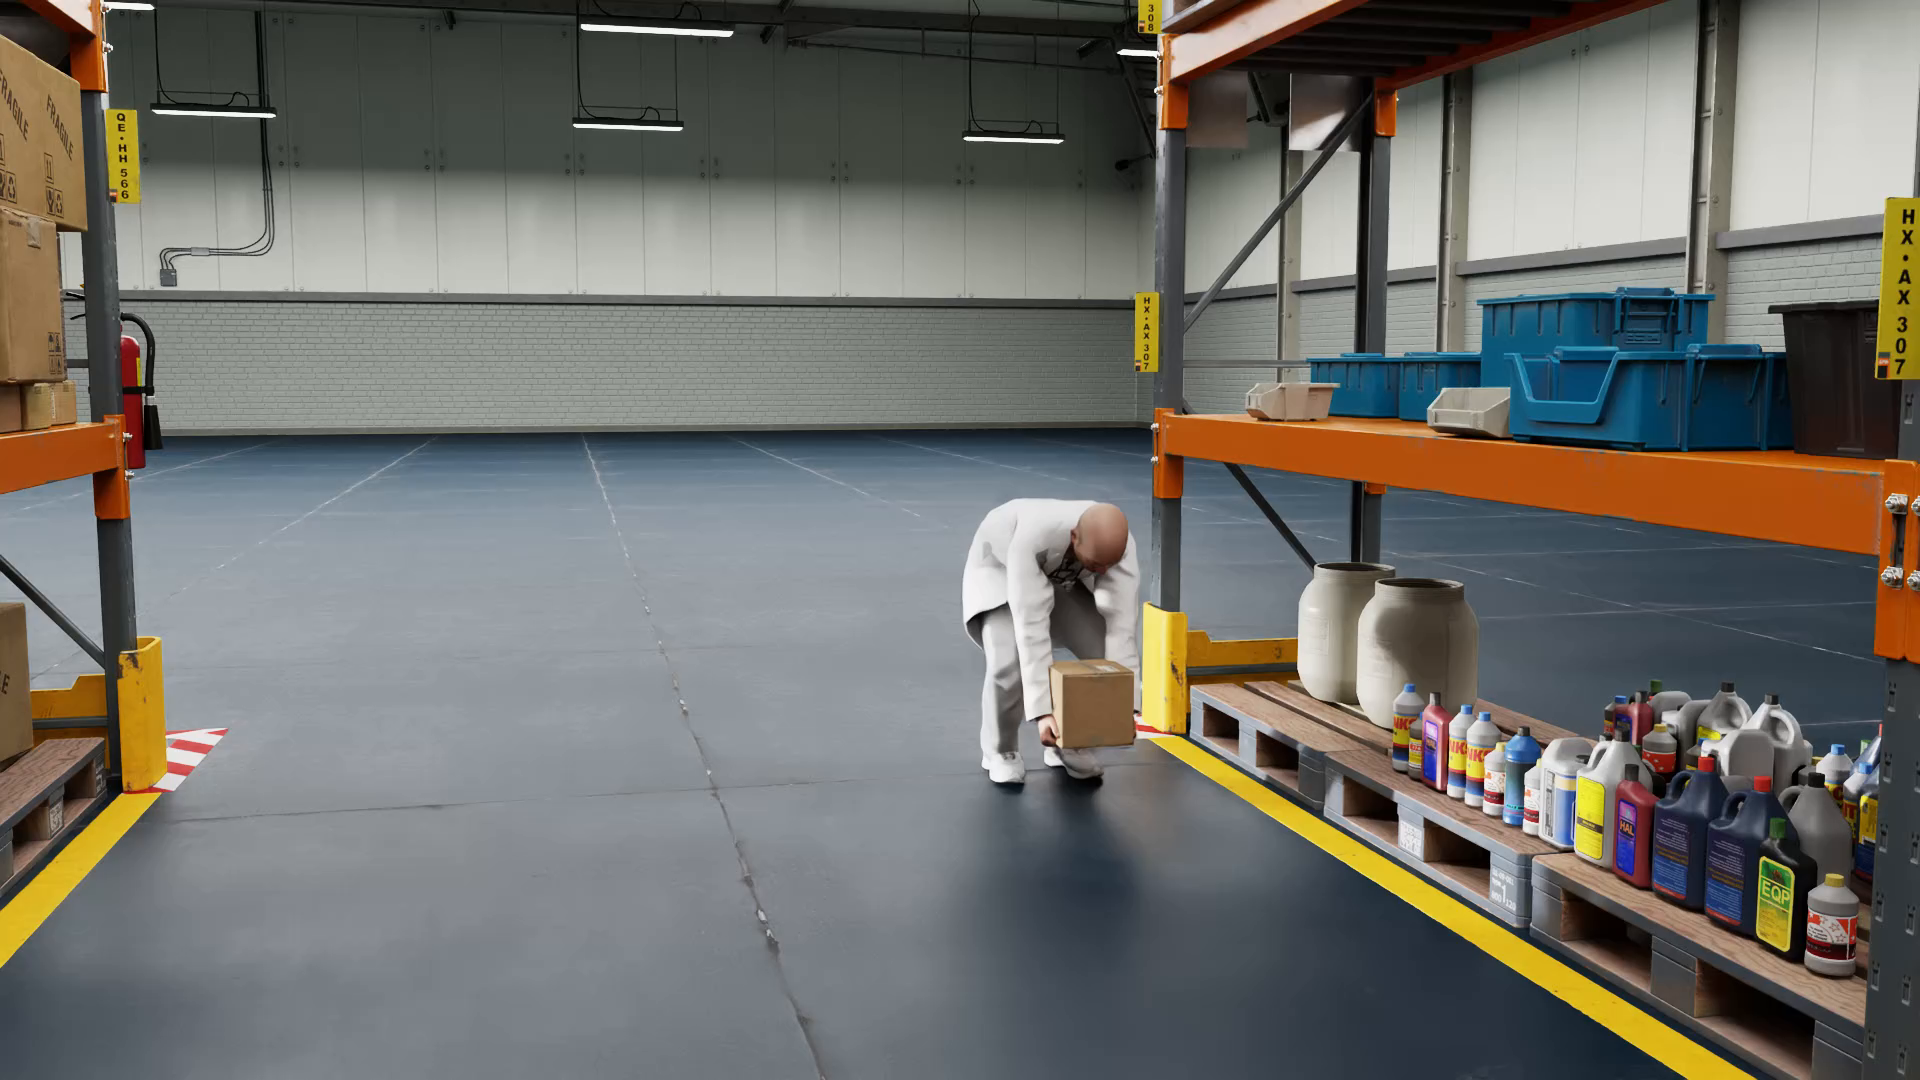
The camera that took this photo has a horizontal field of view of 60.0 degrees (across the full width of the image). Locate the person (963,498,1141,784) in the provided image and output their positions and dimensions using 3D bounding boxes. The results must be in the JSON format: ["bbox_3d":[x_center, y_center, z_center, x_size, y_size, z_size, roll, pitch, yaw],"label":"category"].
[{"bbox_3d":[0.338,0.370,5.924,0.593,1.033,0.942,-2,6,-19],"label":"person"}]
